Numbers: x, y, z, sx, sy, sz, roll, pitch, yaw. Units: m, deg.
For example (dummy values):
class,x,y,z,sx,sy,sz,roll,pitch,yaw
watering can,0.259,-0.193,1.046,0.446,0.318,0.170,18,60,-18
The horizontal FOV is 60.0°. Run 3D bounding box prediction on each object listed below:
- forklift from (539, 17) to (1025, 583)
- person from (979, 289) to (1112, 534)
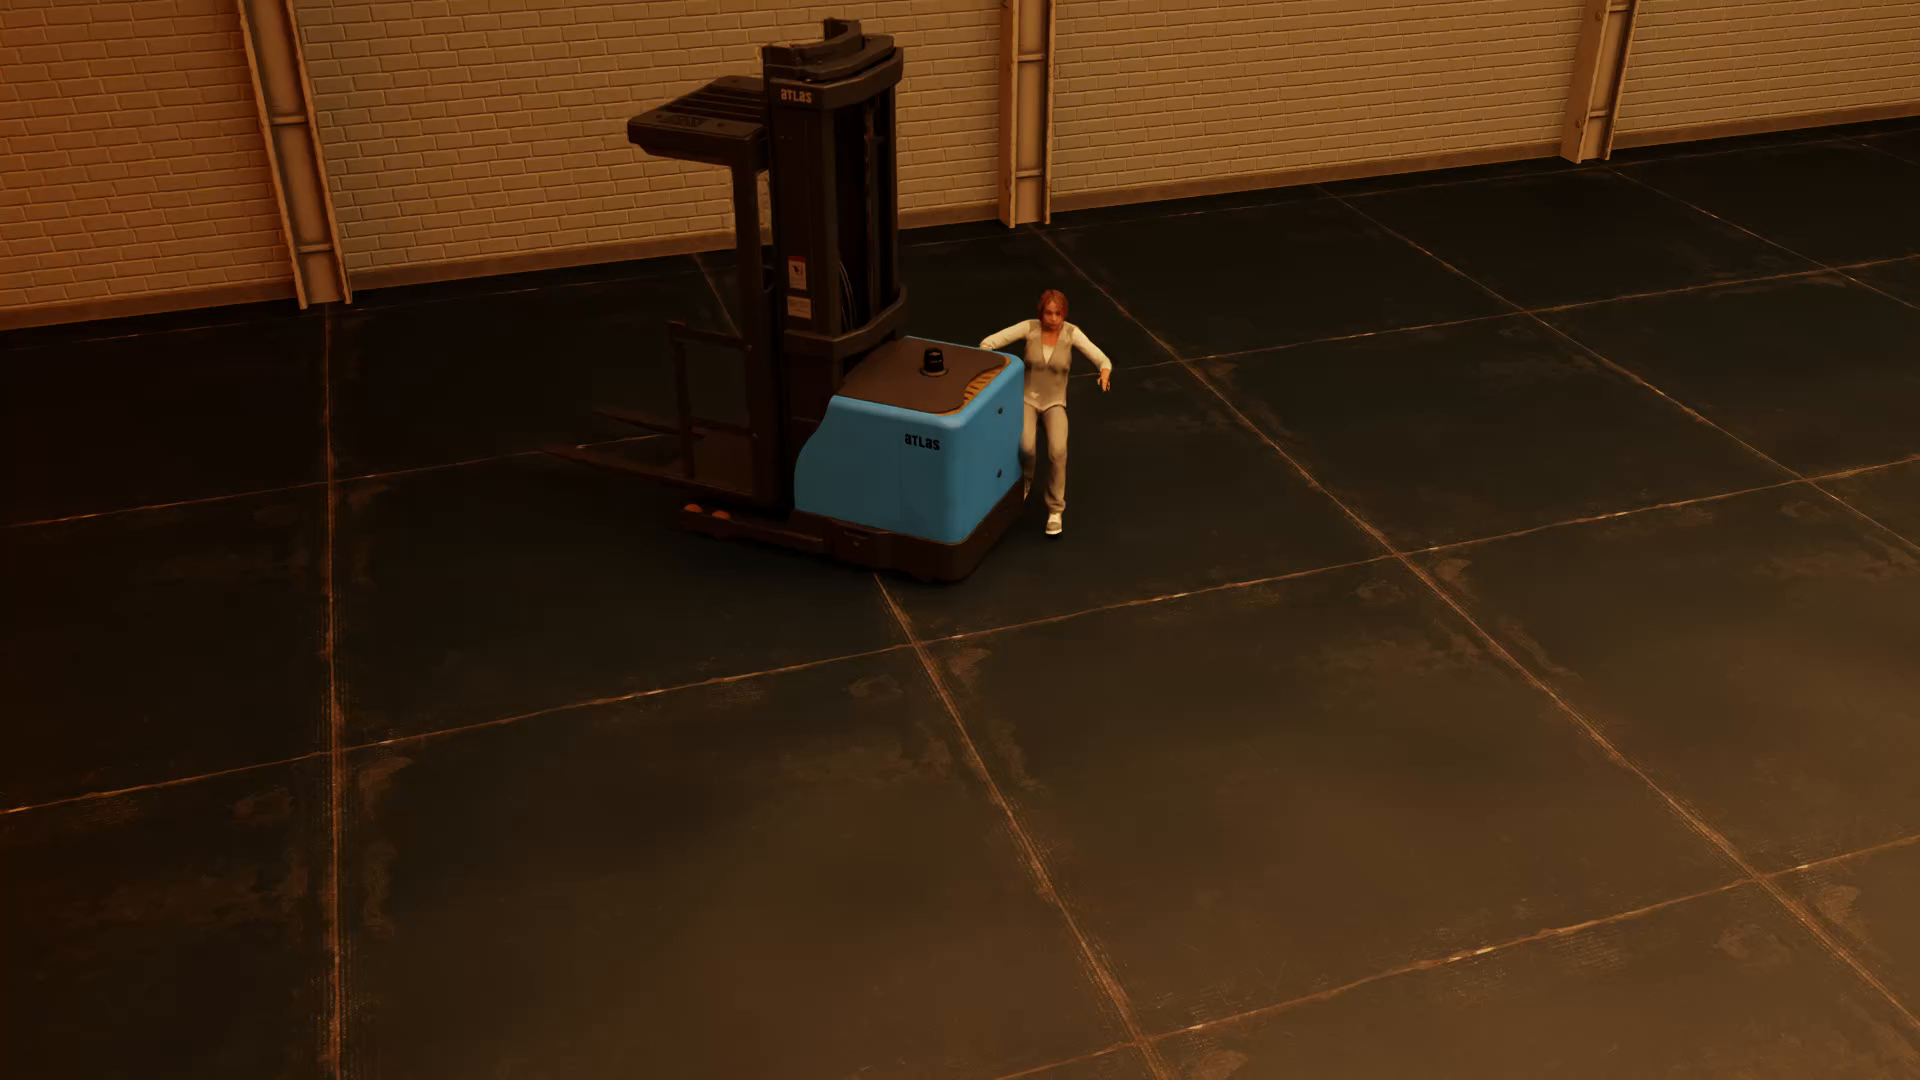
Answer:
class,x,y,z,sx,sy,sz,roll,pitch,yaw
forklift,-1.169,-1.505,9.703,3.031,2.935,1.130,13,32,21
person,0.504,-0.777,9.999,0.832,1.366,0.755,-4,30,-6
